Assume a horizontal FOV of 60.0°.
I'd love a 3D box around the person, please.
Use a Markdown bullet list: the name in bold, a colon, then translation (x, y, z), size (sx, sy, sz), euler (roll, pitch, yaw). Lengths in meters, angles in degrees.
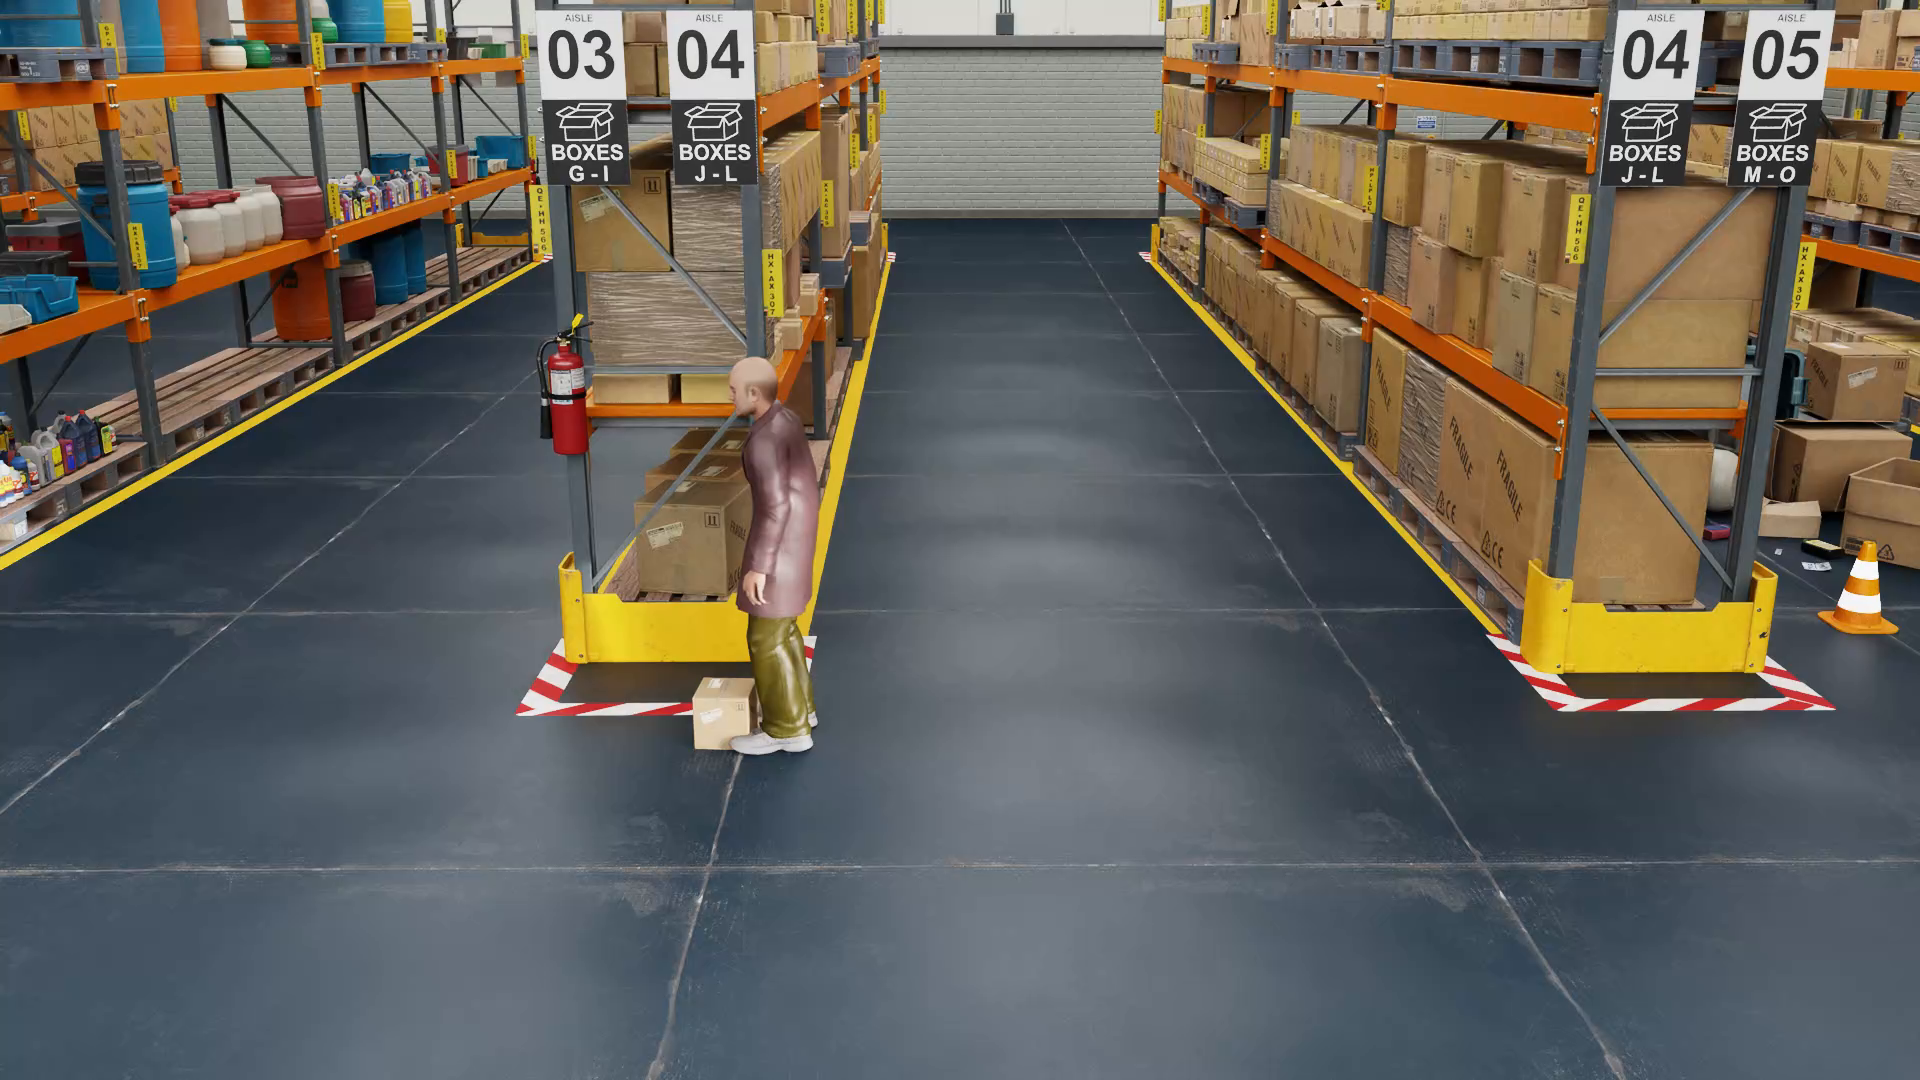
- **person**: translation (-0.823, 0.077, 7.373), size (0.428, 1.739, 0.641), euler (1, 17, 4)
